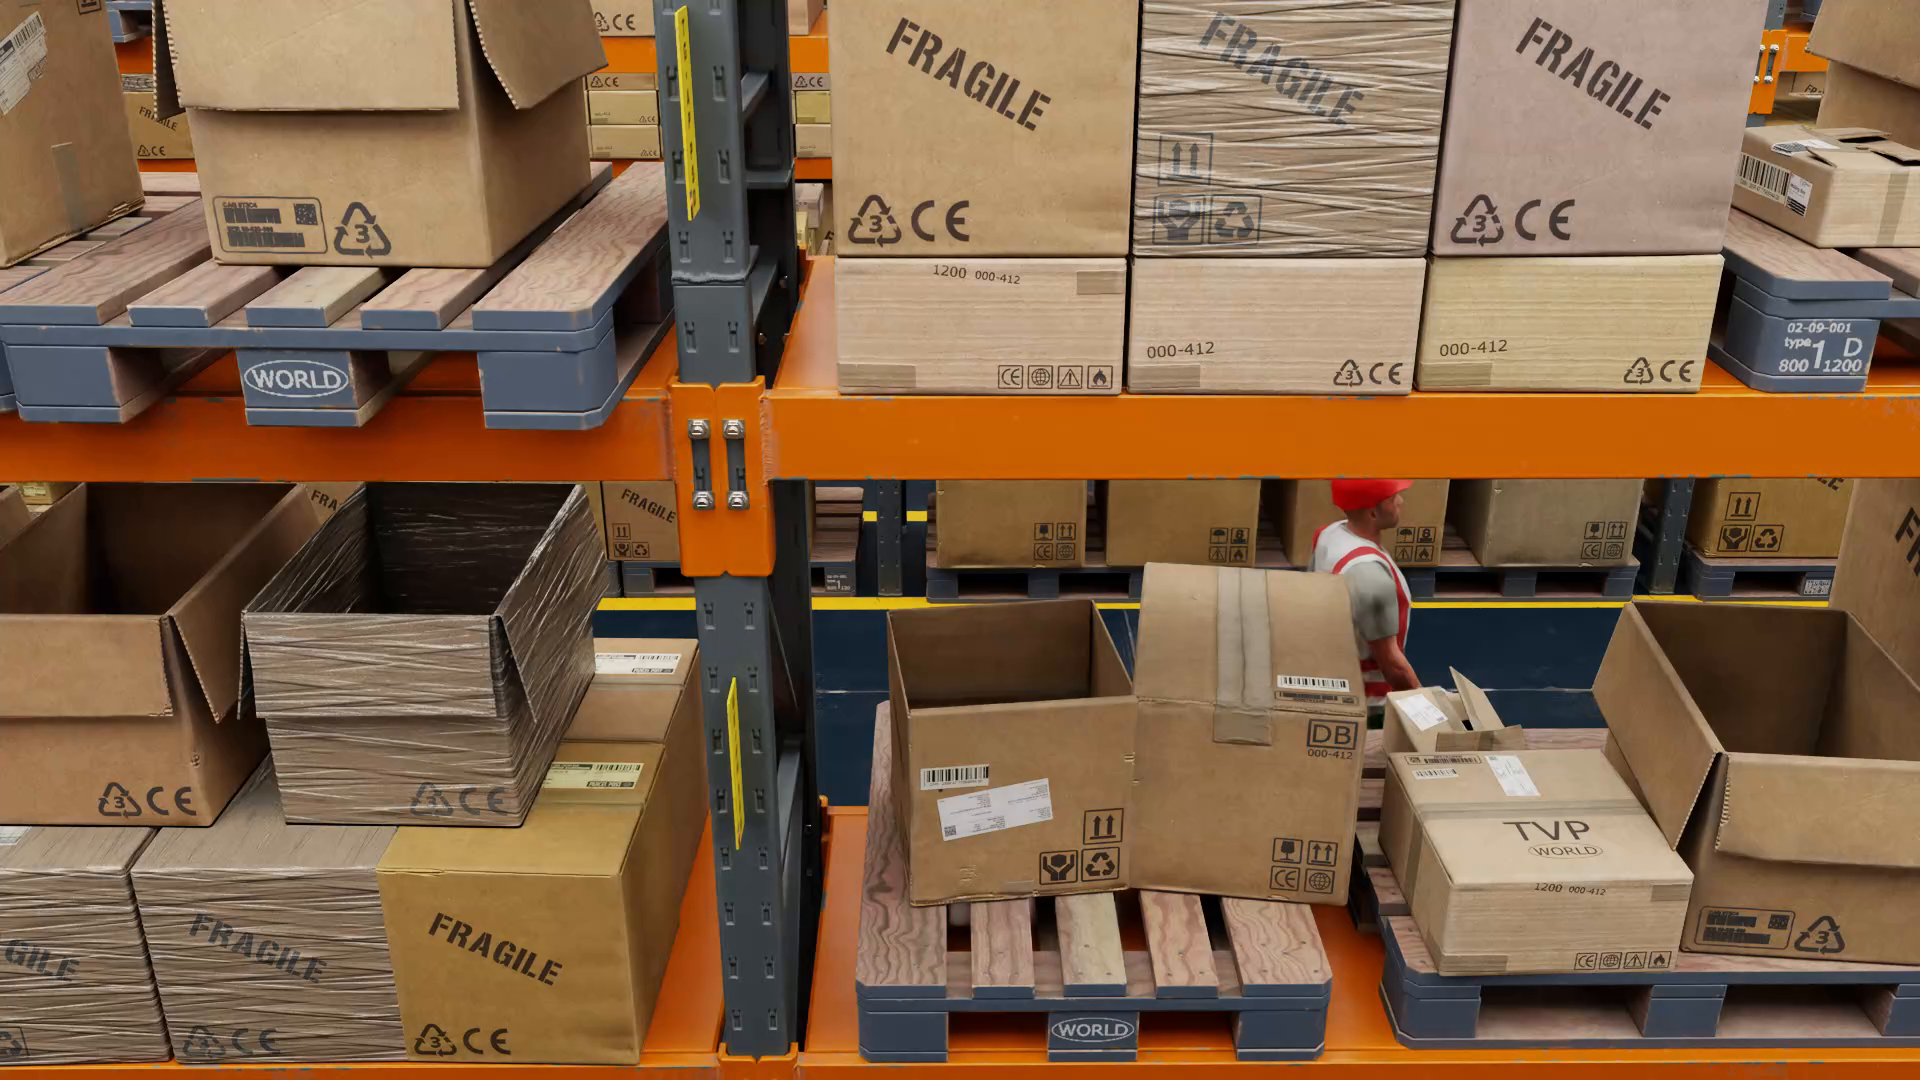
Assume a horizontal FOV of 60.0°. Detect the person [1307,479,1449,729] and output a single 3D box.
[{"bbox_3d":[1.457,0.518,5.918,1.089,1.735,0.538,2,24,4],"label":"person"}]
